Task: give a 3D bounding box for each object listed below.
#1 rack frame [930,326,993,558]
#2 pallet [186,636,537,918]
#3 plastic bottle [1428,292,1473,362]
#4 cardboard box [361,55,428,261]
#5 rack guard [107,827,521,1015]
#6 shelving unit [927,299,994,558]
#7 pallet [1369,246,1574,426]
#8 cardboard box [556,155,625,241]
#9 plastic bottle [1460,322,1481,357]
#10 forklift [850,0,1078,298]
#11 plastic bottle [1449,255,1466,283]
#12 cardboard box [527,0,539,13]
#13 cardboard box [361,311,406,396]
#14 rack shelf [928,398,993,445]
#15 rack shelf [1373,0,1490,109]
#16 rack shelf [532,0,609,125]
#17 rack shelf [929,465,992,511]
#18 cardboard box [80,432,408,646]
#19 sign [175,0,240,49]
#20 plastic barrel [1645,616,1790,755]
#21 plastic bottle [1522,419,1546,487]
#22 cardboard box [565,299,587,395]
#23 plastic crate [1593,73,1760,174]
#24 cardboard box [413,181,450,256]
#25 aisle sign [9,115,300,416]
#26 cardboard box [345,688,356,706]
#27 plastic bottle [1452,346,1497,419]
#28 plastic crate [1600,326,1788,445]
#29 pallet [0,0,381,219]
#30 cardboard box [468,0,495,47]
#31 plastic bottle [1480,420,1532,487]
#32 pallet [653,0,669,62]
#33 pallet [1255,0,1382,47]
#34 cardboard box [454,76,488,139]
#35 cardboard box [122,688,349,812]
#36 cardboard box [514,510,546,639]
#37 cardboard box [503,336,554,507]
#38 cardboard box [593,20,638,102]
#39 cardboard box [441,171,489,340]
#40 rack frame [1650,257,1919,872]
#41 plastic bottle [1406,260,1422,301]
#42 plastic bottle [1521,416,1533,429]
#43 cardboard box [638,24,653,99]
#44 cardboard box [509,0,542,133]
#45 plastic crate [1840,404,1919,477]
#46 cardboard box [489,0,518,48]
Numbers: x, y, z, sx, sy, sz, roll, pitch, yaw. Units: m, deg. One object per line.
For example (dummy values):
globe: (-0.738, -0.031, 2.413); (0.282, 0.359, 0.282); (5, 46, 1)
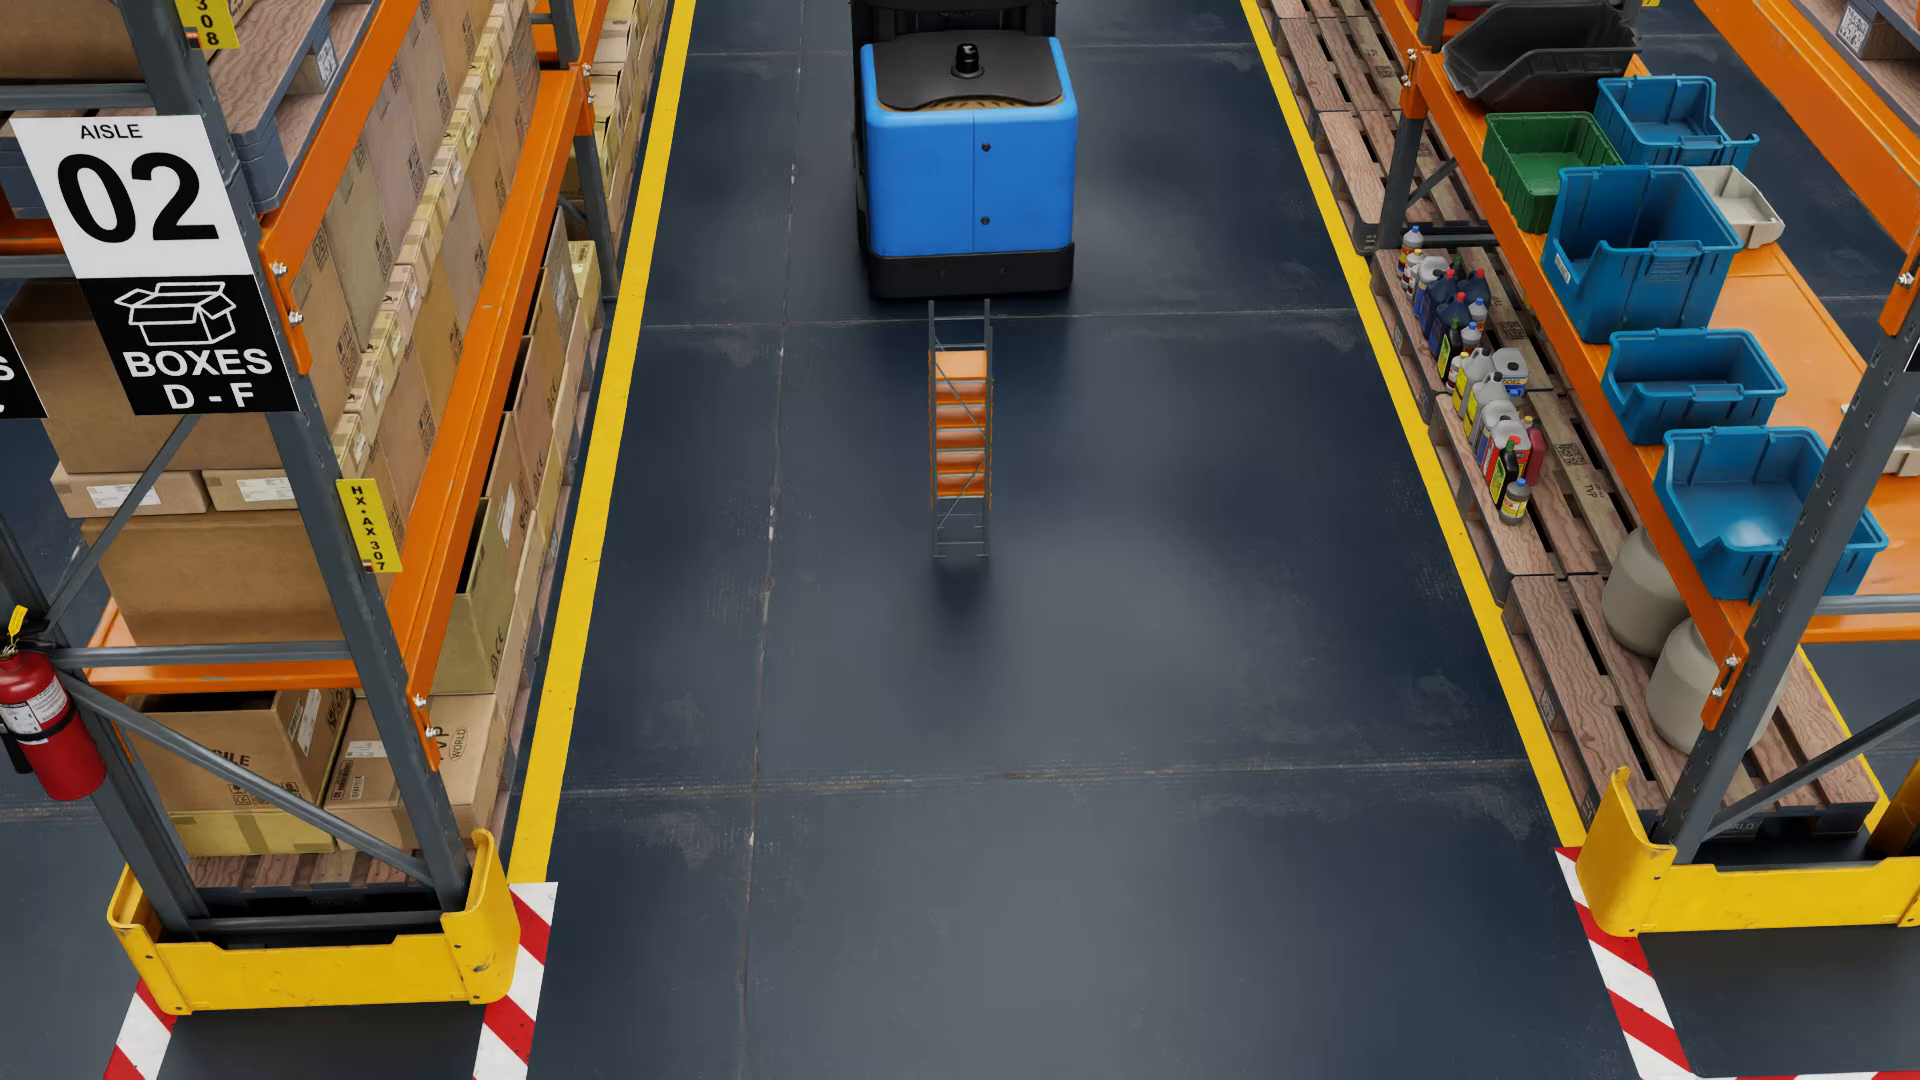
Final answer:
rack frame: (0.005, -0.371, 6.767); (0.240, 1.200, 0.006); (-2, 43, -2)
pallet: (-2.179, 0.838, 6.179); (1.003, 0.211, 1.213); (-2, 43, -2)
plastic bottle: (2.302, -1.016, 7.773); (0.144, 0.351, 0.185); (-3, 43, -4)
cardboard box: (-2.164, -1.236, 5.344); (0.700, 0.500, 0.500); (-1, 43, -2)
rack guard: (-2.104, 1.263, 5.502); (1.175, 0.500, 0.348); (-2, 43, -2)
shelving unit: (0.001, -0.433, 6.834); (0.258, 1.200, 0.189); (-2, 43, -2)
pallet: (2.661, -1.032, 8.220); (1.003, 0.211, 1.213); (-2, 43, -2)
cardboard box: (-2.044, -1.795, 8.713); (0.500, 0.250, 0.500); (-3, 43, -3)
plastic bottle: (2.346, -0.888, 7.693); (0.097, 0.271, 0.097); (0, 43, 0)
forklift: (-0.056, -3.306, 8.687); (1.130, 2.935, 3.031); (-3, 43, -3)
plastic bottle: (2.397, -1.234, 8.061); (0.061, 0.283, 0.133); (-2, 43, -2)
cardboard box: (-2.339, -2.651, 8.033); (0.500, 0.250, 0.500); (1, 43, 1)
cardboard box: (-1.929, -0.568, 5.096); (0.380, 0.149, 0.250); (-1, 43, -2)
rack shelf: (0.001, -0.488, 6.783); (0.258, 0.103, 0.180); (-2, 43, -2)
rack shelf: (2.589, -3.600, 9.489); (1.077, 0.370, 4.000); (-2, 43, -2)
rack shelf: (-2.360, -3.460, 9.337); (1.077, 0.370, 4.000); (-2, 43, -2)
rack shelf: (0.001, -0.223, 7.026); (0.258, 0.103, 0.180); (-2, 43, -2)
cardboard box: (-2.112, -0.027, 4.985); (0.700, 0.500, 0.500); (-2, 43, -2)
sign: (-1.550, -1.144, 3.352); (0.100, 0.325, 0.005); (-2, 43, -2)
plastic barrel: (2.740, 0.506, 6.008); (0.421, 0.512, 0.421); (0, 43, 0)
plastic bottle: (2.451, -0.377, 7.126); (0.061, 0.283, 0.133); (-2, 43, -2)
cardboard box: (-2.025, -0.871, 7.705); (0.500, 0.250, 0.500); (-2, 43, -2)
plastic crate: (2.993, -1.720, 7.017); (0.499, 0.251, 0.616); (-2, 43, -2)
cardboard box: (-1.963, -1.091, 5.666); (0.380, 0.149, 0.250); (-2, 43, -2)
aisle sign: (-1.796, -0.597, 3.758); (0.394, 0.787, 0.004); (-2, 43, -2)
cardboard box: (-2.456, 0.494, 6.216); (0.500, 0.250, 0.500); (-2, 43, -2)
plastic bottle: (2.320, -0.729, 7.460); (0.144, 0.351, 0.185); (-2, 43, -2)
plastic crate: (2.502, -0.527, 5.715); (0.499, 0.251, 0.408); (-2, 43, -2)
pallet: (-2.109, -1.226, 4.213); (1.003, 0.211, 1.213); (-2, 43, -2)
cardboard box: (-2.227, -2.250, 6.450); (0.700, 0.500, 0.500); (-2, 43, -2)
plastic bottle: (2.345, -0.370, 7.124); (0.152, 0.276, 0.135); (-1, 43, -1)
pallet: (-2.449, -3.490, 10.902); (1.003, 0.211, 1.213); (-2, 43, -2)
pallet: (2.499, -3.663, 11.090); (1.003, 0.211, 1.213); (-2, 43, -2)
cardboard box: (-1.997, -1.616, 6.239); (0.380, 0.149, 0.250); (-1, 43, -1)
cardboard box: (-2.425, 0.554, 5.594); (0.500, 0.500, 0.500); (-2, 43, -2)
cardboard box: (-1.951, 0.141, 6.601); (0.500, 0.250, 0.500); (-2, 43, -2)
cardboard box: (-1.966, -0.473, 6.716); (0.500, 0.500, 0.500); (-2, 43, -2)
cardboard box: (-2.083, -2.696, 9.281); (0.500, 0.311, 0.500); (-3, 43, -3)
cardboard box: (-2.180, -1.072, 6.126); (0.700, 0.500, 0.500); (0, 43, -1)
rack frame: (2.844, 0.186, 4.827); (1.000, 3.000, 0.127); (-2, 43, -2)
plastic bottle: (2.259, -1.280, 8.172); (0.097, 0.201, 0.097); (0, 43, 0)
plastic bottle: (2.463, -0.453, 7.269); (0.097, 0.201, 0.097); (0, 43, 0)
cardboard box: (-2.110, -2.834, 9.846); (0.500, 0.250, 0.500); (-1, 43, -1)
cardboard box: (-2.250, -2.112, 7.261); (0.700, 0.500, 0.500); (-3, 43, -3)
plastic crate: (3.128, -0.330, 5.586); (0.298, 0.136, 0.250); (-2, 43, -2)
cardboard box: (-2.027, -2.130, 6.800); (0.380, 0.149, 0.250); (-3, 43, -3)
